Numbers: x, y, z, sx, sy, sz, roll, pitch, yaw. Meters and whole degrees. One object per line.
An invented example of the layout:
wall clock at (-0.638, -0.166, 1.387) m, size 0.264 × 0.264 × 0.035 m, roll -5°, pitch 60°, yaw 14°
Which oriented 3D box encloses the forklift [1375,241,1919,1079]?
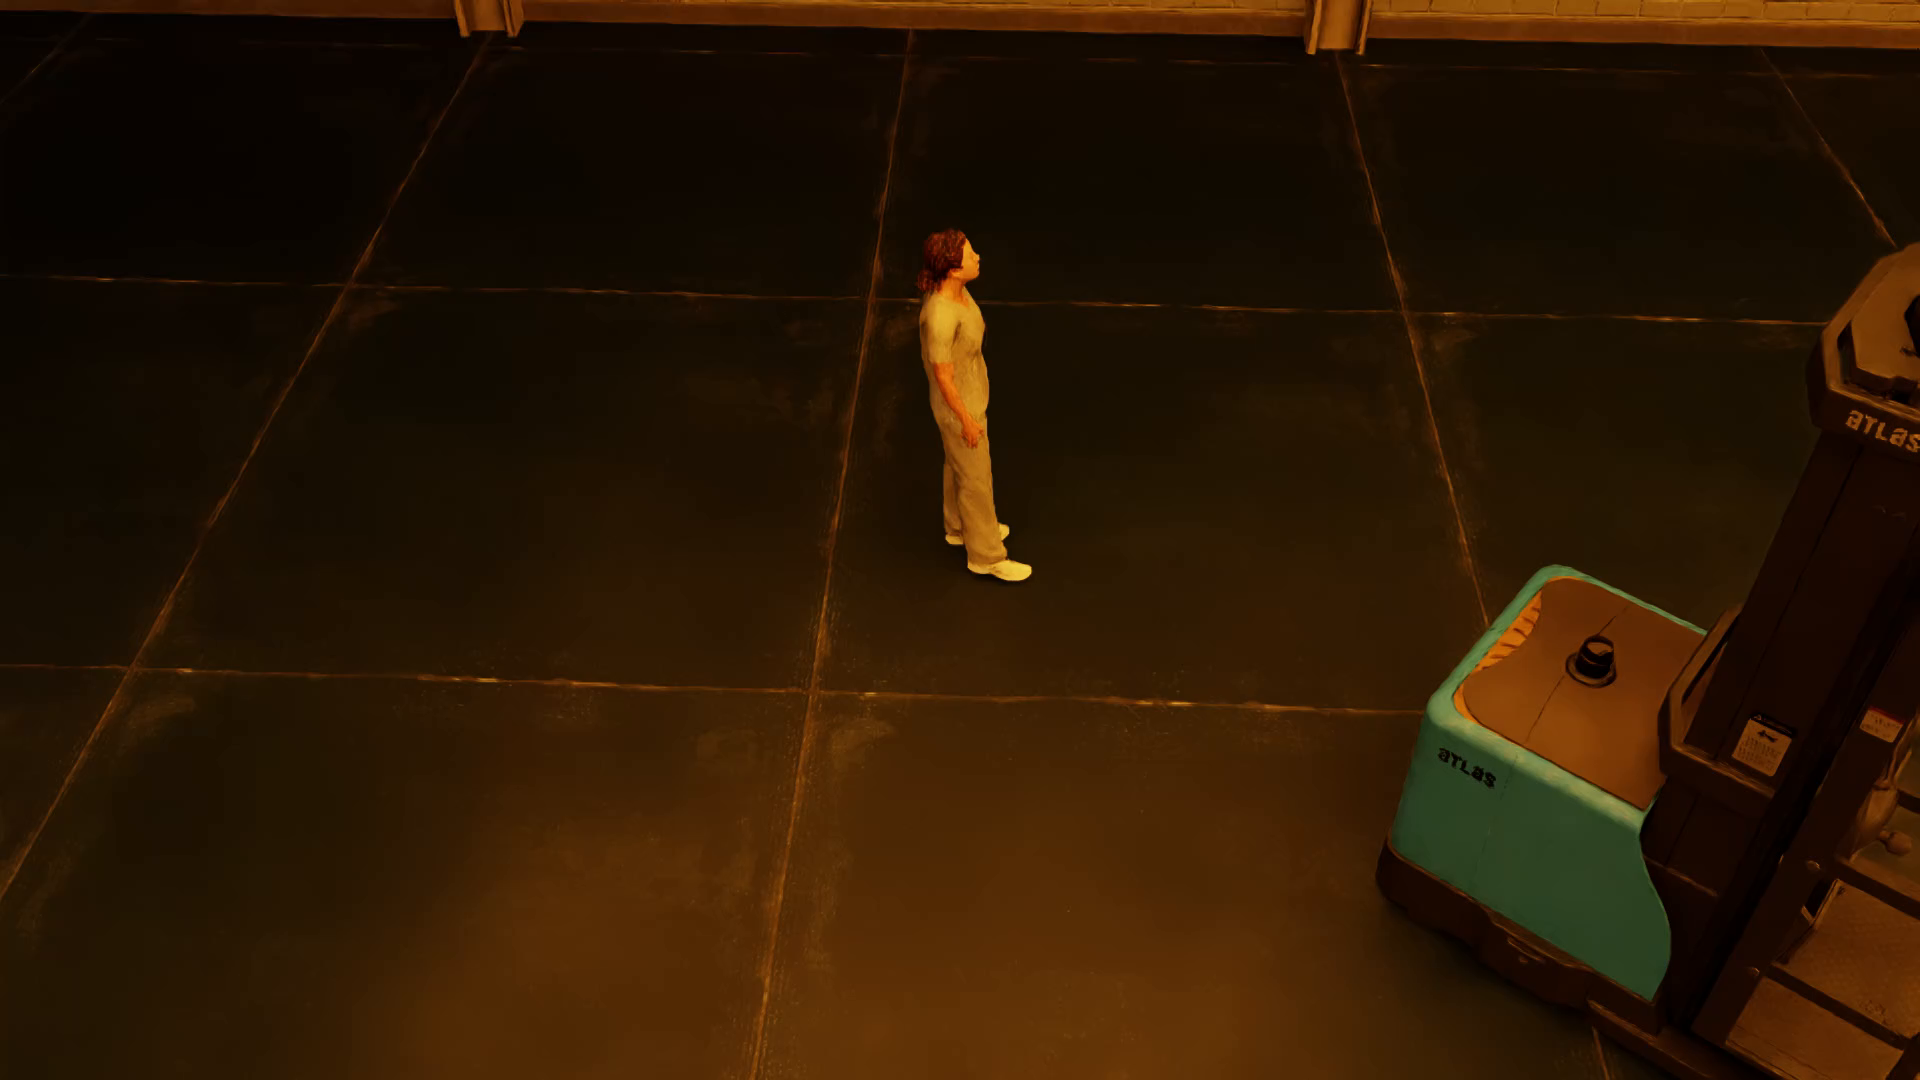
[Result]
forklift at (3.051, 0.666, 5.013) m, size 3.031 × 2.935 × 1.130 m, roll 29°, pitch 50°, yaw 28°

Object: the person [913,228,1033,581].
person at (0.073, -0.613, 7.334) m, size 0.548 × 1.674 × 0.550 m, roll 2°, pitch 42°, yaw 2°
